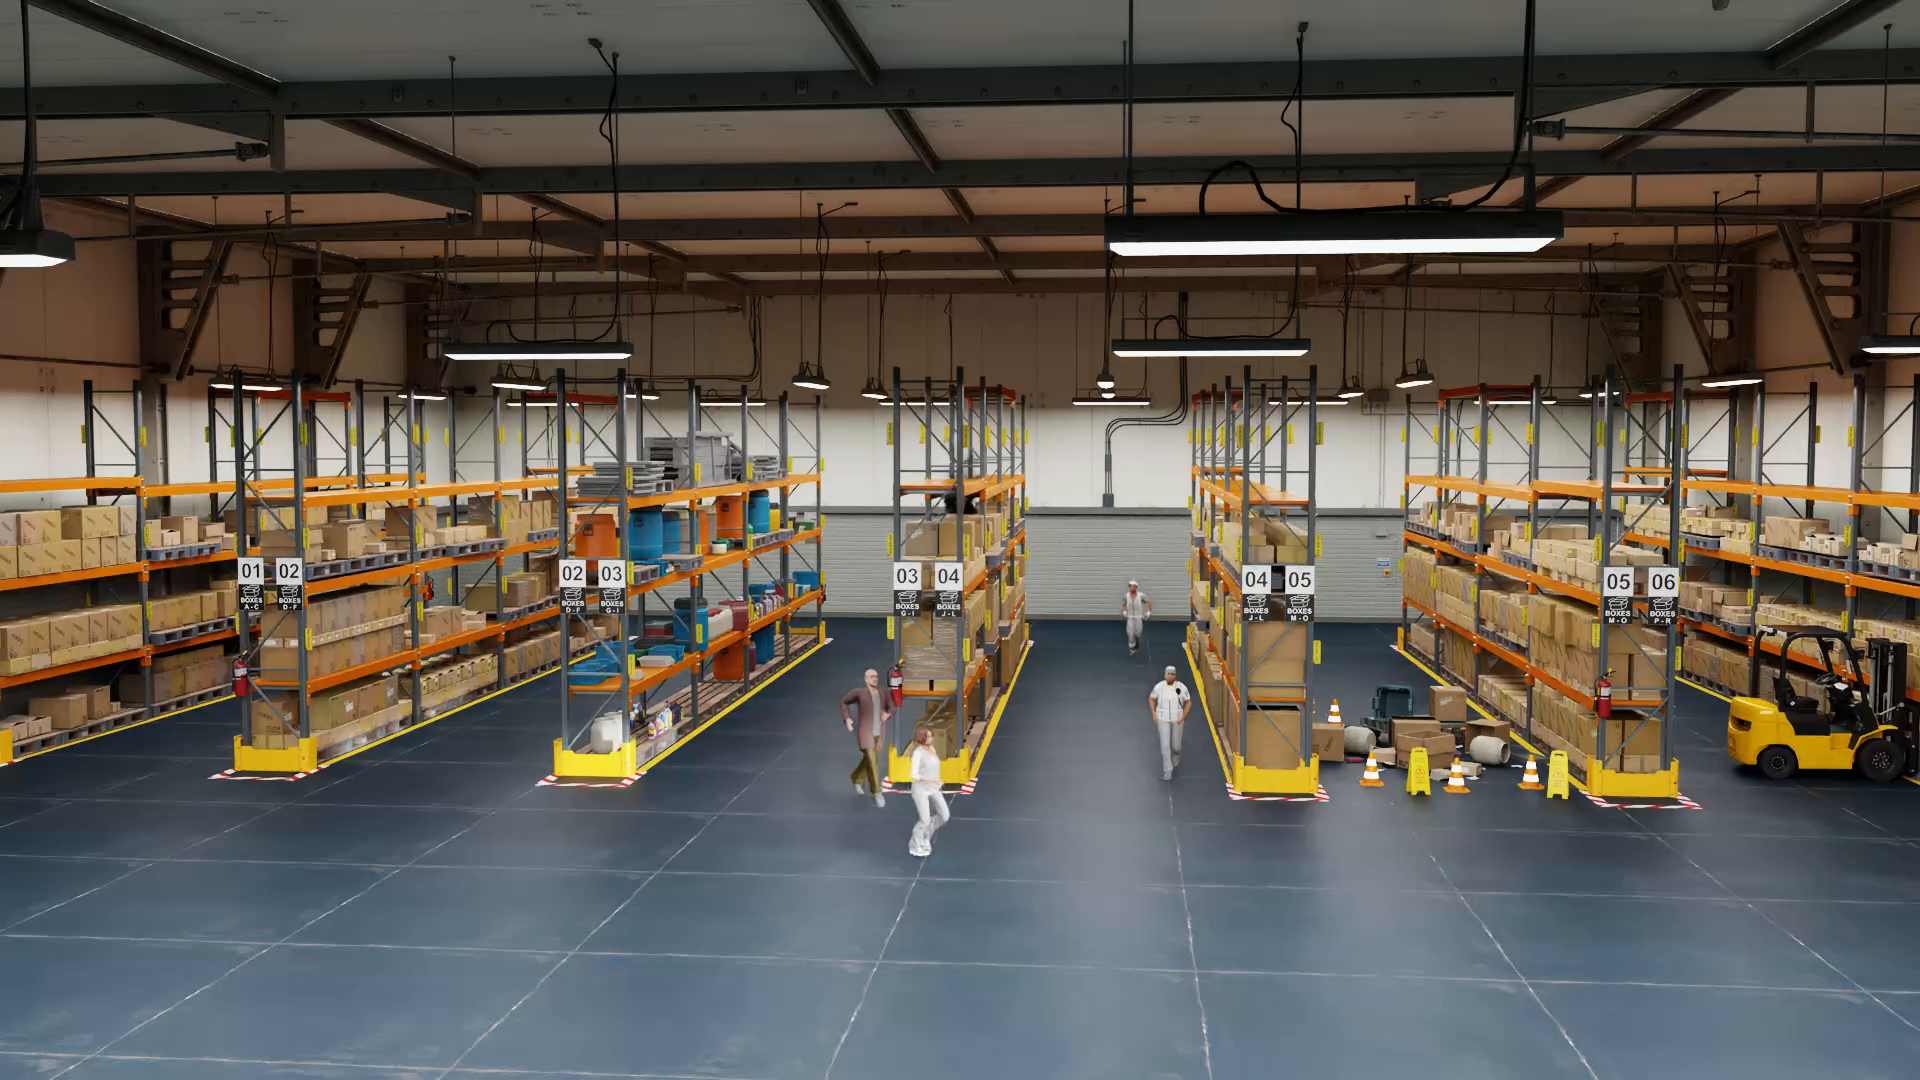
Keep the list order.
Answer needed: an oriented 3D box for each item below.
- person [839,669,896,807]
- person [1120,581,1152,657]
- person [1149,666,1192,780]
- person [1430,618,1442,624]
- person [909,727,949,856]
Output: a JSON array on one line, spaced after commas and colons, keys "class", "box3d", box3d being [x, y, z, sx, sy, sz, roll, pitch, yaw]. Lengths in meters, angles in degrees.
[{"class": "person", "box3d": [-1.208, 2.683, 22.898, 0.760, 1.803, 0.980, -3, 5, -38]}, {"class": "person", "box3d": [3.968, 1.795, 37.700, 0.694, 1.741, 0.655, 1, 4, 16]}, {"class": "person", "box3d": [3.106, 2.674, 24.606, 0.630, 1.652, 0.729, 0, 4, 8]}, {"class": "person", "box3d": [11.606, 1.658, 40.254, 0.829, 1.666, 0.959, 2, 4, 31]}, {"class": "person", "box3d": [-0.373, 2.986, 19.674, 0.586, 1.558, 0.508, 3, 4, 37]}]
